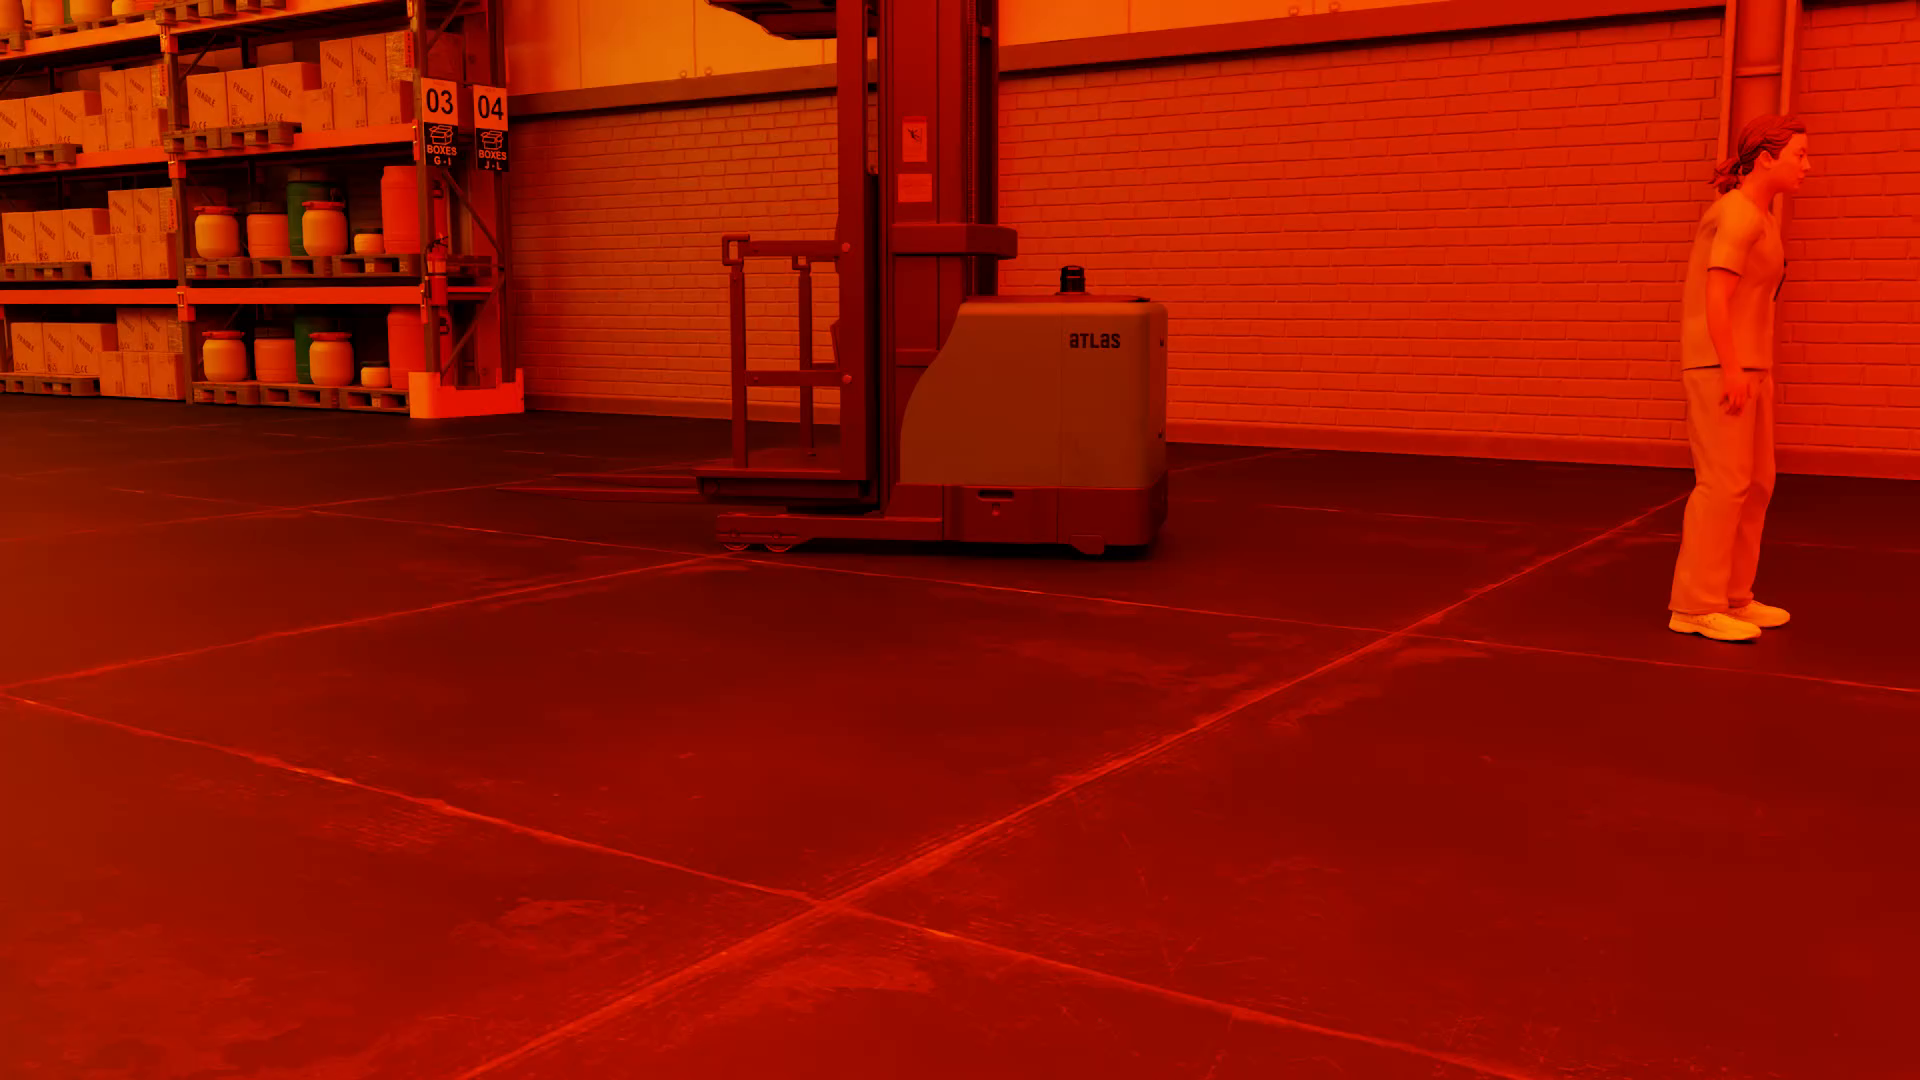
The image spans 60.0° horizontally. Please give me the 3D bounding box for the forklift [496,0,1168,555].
[{"bbox_3d":[-0.596,-1.469,7.520,3.031,2.935,1.130,2,8,12],"label":"forklift"}]

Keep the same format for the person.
[{"bbox_3d":[2.544,-0.535,5.430,0.360,1.672,0.515,6,10,37],"label":"person"}]
